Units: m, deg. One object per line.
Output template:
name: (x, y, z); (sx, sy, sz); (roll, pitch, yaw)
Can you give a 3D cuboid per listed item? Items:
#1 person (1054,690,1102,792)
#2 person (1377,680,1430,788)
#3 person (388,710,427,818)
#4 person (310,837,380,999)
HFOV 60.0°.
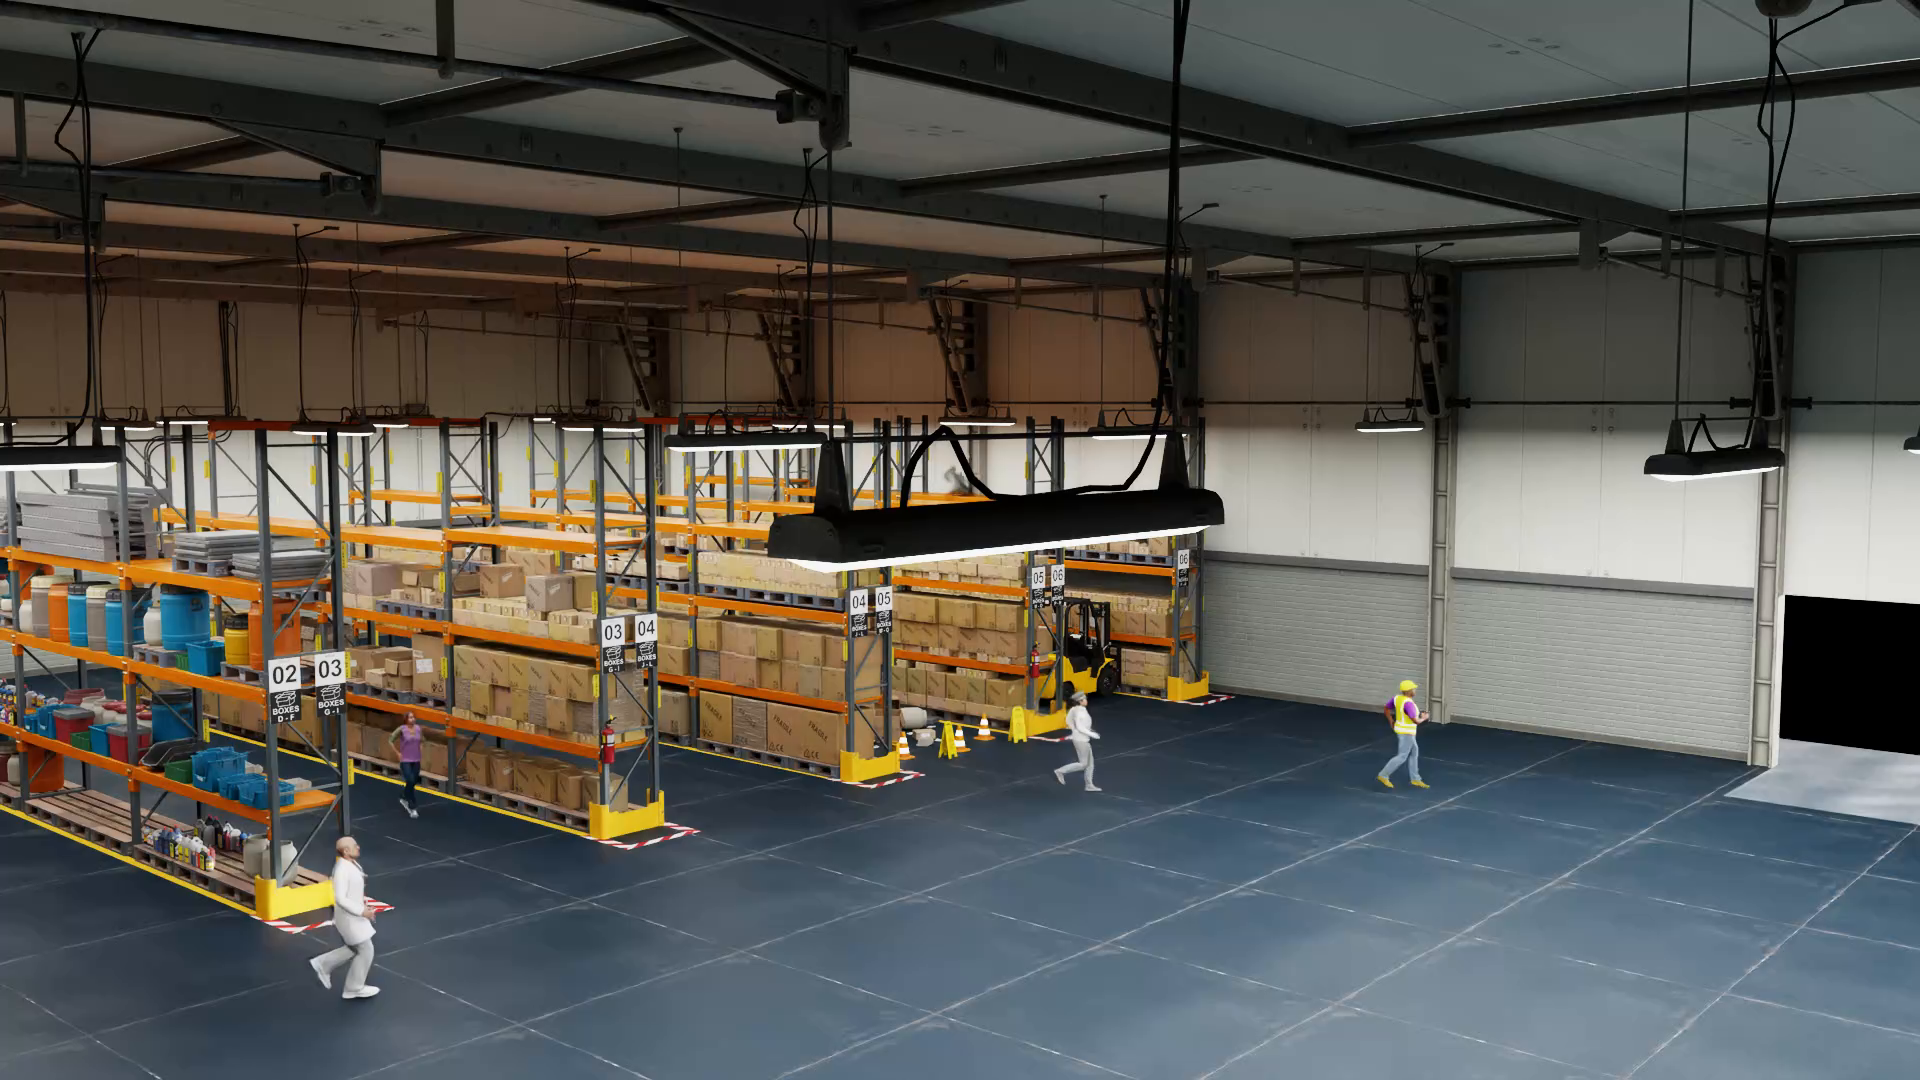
person: (1.916, 3.266, 26.977); (0.797, 1.683, 0.621); (0, 5, -5)
person: (7.241, 3.175, 27.074); (0.903, 1.794, 0.720); (0, 5, -2)
person: (-8.450, 3.436, 25.519); (0.648, 1.631, 0.544); (4, 6, 41)
person: (-6.532, 4.003, 17.609); (0.685, 1.719, 0.756); (-2, 5, -19)
